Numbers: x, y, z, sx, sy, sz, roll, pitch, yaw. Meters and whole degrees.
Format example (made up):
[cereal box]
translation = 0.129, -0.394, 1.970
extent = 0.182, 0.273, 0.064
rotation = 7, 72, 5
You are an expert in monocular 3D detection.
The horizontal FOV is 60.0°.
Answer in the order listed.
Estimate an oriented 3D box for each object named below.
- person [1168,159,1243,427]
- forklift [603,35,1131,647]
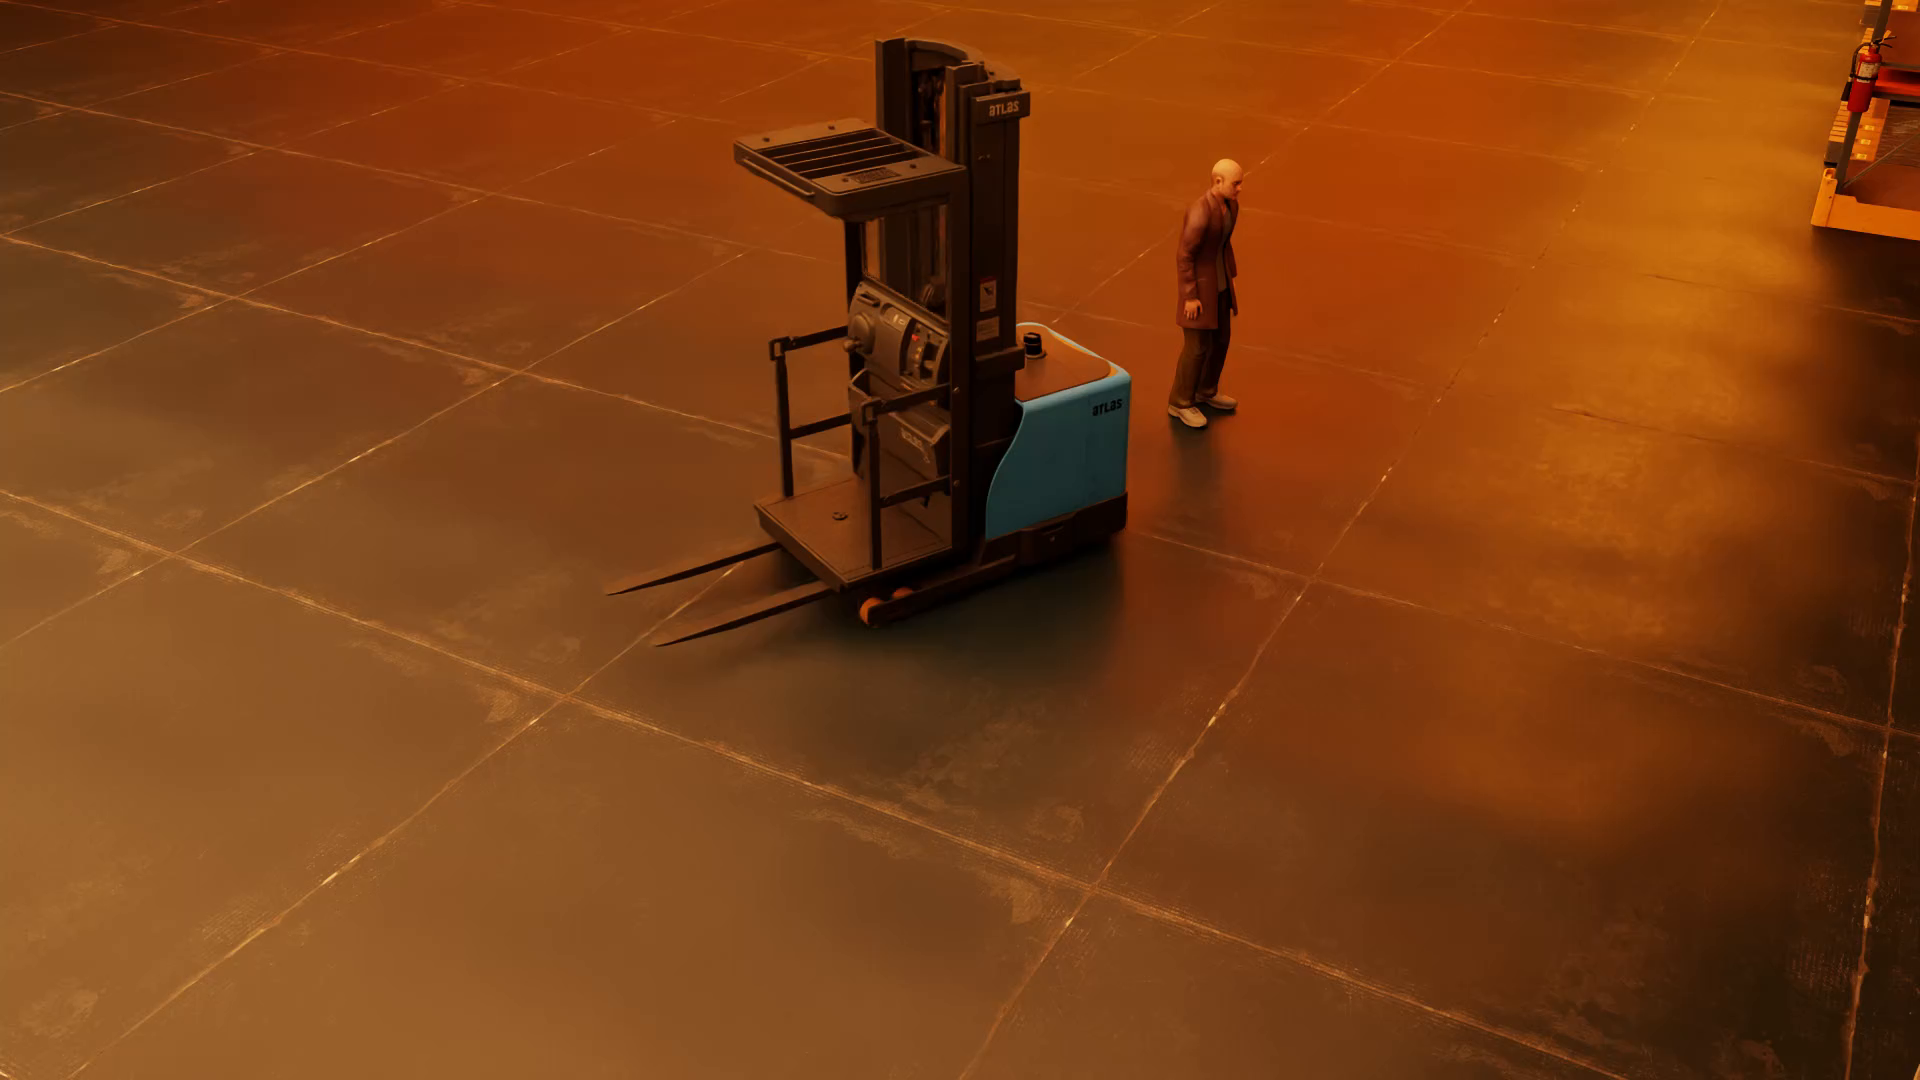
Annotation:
[person]
translation = 1.671, -1.683, 11.146
extent = 0.430, 1.772, 0.644
rotation = 21, 36, 32
[forklift]
translation = -0.511, -1.086, 8.953
extent = 3.031, 2.935, 1.130
rotation = -19, 35, -29
